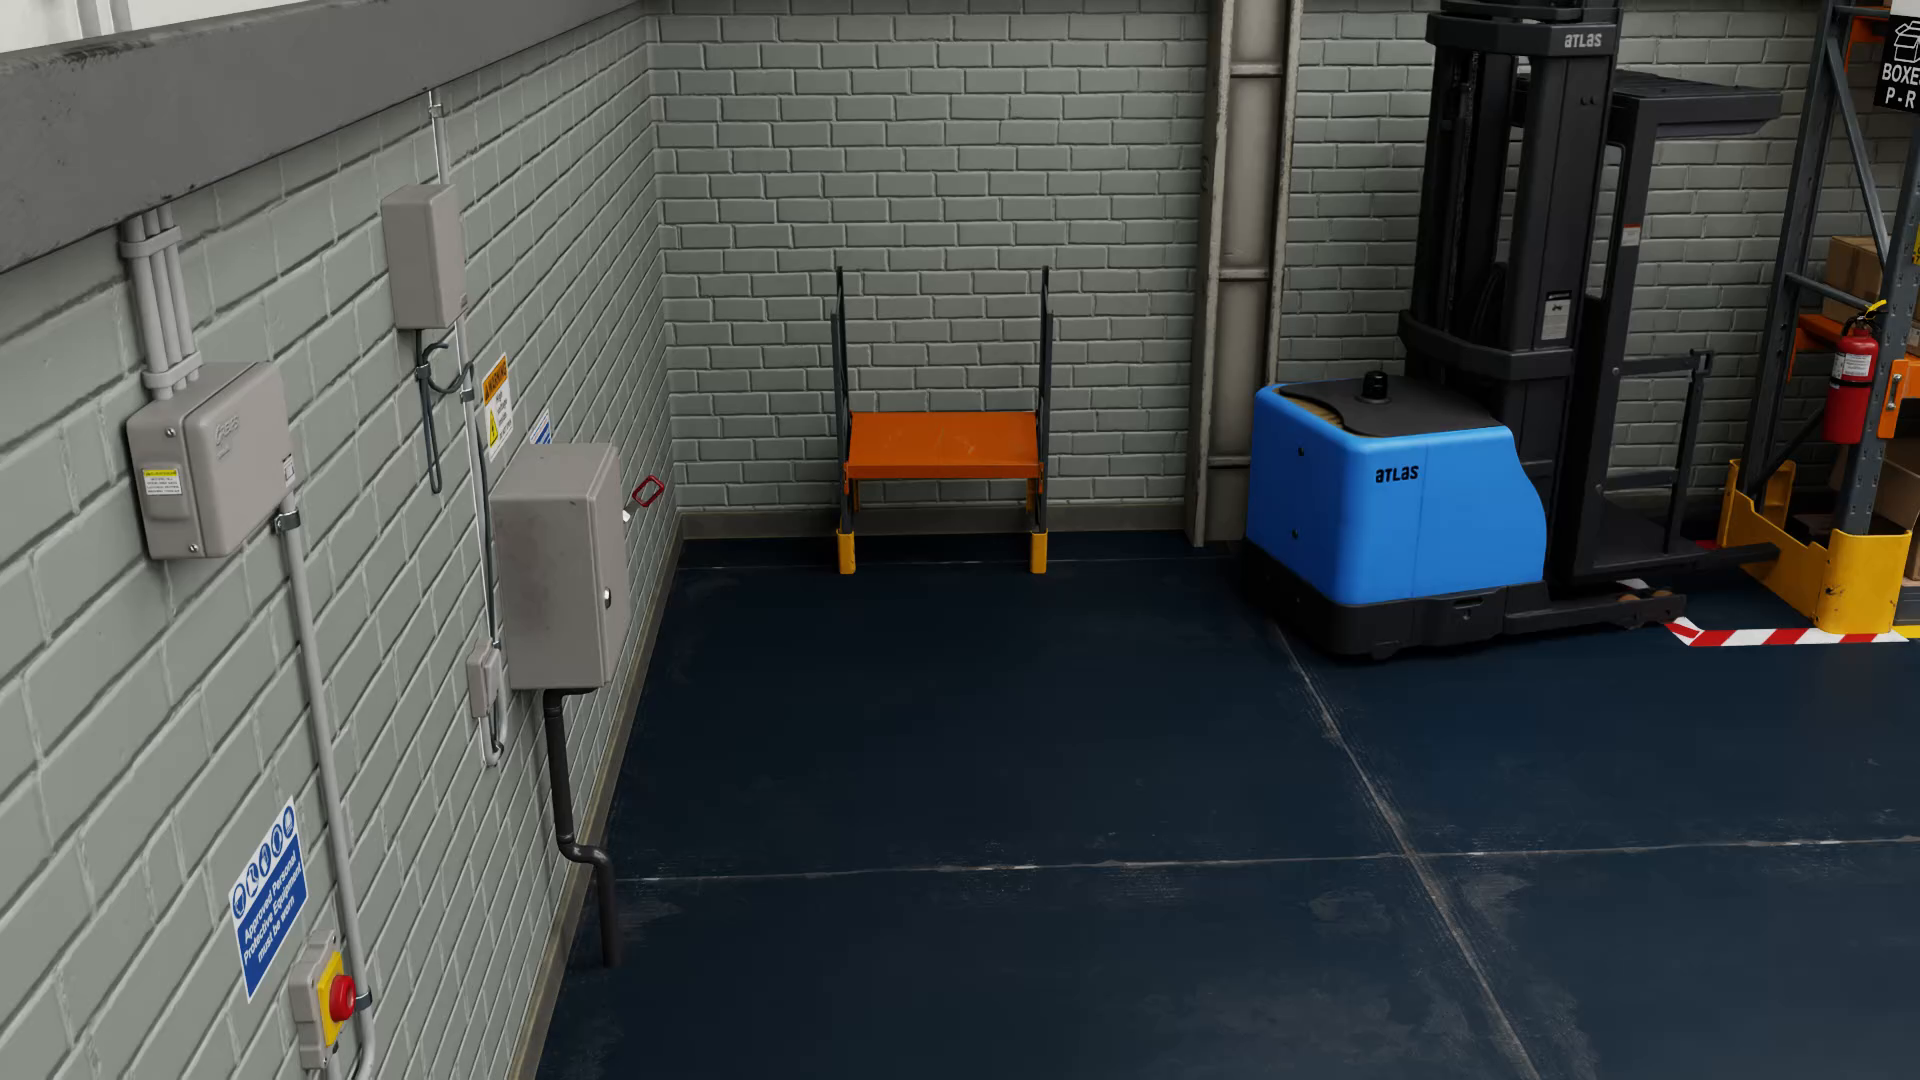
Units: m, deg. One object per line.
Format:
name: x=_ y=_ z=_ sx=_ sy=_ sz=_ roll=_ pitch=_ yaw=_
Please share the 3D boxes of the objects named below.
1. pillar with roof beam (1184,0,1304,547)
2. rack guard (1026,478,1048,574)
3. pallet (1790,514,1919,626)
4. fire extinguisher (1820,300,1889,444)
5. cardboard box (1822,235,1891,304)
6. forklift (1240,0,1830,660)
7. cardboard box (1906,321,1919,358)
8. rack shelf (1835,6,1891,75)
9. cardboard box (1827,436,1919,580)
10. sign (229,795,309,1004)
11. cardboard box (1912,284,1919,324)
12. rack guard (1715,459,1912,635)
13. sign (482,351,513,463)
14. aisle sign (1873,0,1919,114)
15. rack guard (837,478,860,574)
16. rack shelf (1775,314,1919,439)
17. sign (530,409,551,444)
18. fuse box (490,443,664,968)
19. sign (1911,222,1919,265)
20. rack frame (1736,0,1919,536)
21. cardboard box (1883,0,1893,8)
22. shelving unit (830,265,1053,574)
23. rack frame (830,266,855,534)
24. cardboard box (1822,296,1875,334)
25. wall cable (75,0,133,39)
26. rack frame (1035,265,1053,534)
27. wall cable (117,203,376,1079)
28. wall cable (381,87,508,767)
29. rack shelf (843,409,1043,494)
pillar with roof beam: x=1.701 y=-2.698 z=3.561 sx=0.400 sy=9.000 sz=9.100 roll=-1 pitch=21 yaw=-3
rack guard: x=0.406 y=-0.099 z=8.819 sx=0.087 sy=0.250 sz=0.587 roll=0 pitch=36 yaw=0
pallet: x=5.071 y=0.127 z=8.492 sx=1.213 sy=0.211 sz=1.003 roll=-1 pitch=21 yaw=-3
fire extinguisher: x=4.078 y=-0.781 z=7.589 sx=0.183 sy=0.674 sz=0.296 roll=-1 pitch=21 yaw=-3
cardboard box: x=4.643 y=-1.331 z=8.194 sx=0.500 sy=0.250 sz=0.500 roll=-1 pitch=21 yaw=-1
forklift: x=2.989 y=-1.111 z=7.920 sx=3.031 sy=2.935 sz=1.130 roll=-6 pitch=22 yaw=-16
cardboard box: x=4.543 y=-0.950 z=7.754 sx=0.250 sy=0.149 sz=0.380 roll=-1 pitch=21 yaw=-3
rack shelf: x=6.196 y=-2.265 z=7.649 sx=4.000 sy=0.370 sz=1.077 roll=-1 pitch=21 yaw=-3
cardboard box: x=4.815 y=-0.167 z=8.262 sx=0.637 sy=0.503 sz=0.797 roll=-2 pitch=21 yaw=-5
sign: x=-1.201 y=0.620 z=2.898 sx=0.001 sy=0.218 sz=0.327 roll=-1 pitch=21 yaw=-3
cardboard box: x=4.667 y=-1.141 z=7.695 sx=0.500 sy=0.250 sz=0.500 roll=-1 pitch=21 yaw=-3
rack guard: x=4.275 y=0.008 z=8.397 sx=0.348 sy=0.500 sz=1.175 roll=-1 pitch=21 yaw=-3
sign: x=-1.320 y=-0.384 z=4.753 sx=0.001 sy=0.242 sz=0.339 roll=-1 pitch=21 yaw=-3
aisle sign: x=4.147 y=-2.268 z=7.208 sx=0.004 sy=0.787 sz=0.394 roll=-1 pitch=21 yaw=-3
rack guard: x=-0.590 y=-0.097 z=8.818 sx=0.087 sy=0.250 sz=0.587 roll=0 pitch=36 yaw=0
rack shelf: x=6.196 y=-0.863 z=8.183 sx=4.000 sy=0.370 sz=1.077 roll=-1 pitch=21 yaw=-3
sign: x=-1.352 y=-0.149 z=5.429 sx=0.001 sy=0.494 sz=0.329 roll=-1 pitch=21 yaw=-3
fuse box: x=-1.117 y=0.580 z=5.192 sx=0.414 sy=1.711 sz=0.539 roll=-1 pitch=21 yaw=-3
sign: x=4.230 y=-1.370 z=7.288 sx=0.005 sy=0.325 sz=0.100 roll=-1 pitch=21 yaw=-3
rack frame: x=4.199 y=-1.159 z=7.948 sx=0.127 sy=3.000 sz=1.000 roll=-1 pitch=21 yaw=-3
cardboard box: x=4.505 y=-2.532 z=7.692 sx=0.250 sy=0.149 sz=0.380 roll=-1 pitch=21 yaw=-2
shelving unit: x=-0.093 y=-0.603 z=8.451 sx=1.083 sy=1.500 sz=0.587 roll=0 pitch=36 yaw=0
rack frame: x=-0.593 y=-0.602 z=8.450 sx=0.032 sy=1.500 sz=0.500 roll=0 pitch=36 yaw=0
cardboard box: x=4.514 y=-1.143 z=8.261 sx=0.250 sy=0.149 sz=0.380 roll=-1 pitch=21 yaw=-4
wall cable: x=-1.177 y=-1.983 z=1.683 sx=0.029 sy=3.000 sz=0.463 roll=-1 pitch=21 yaw=-3
rack frame: x=0.424 y=-0.604 z=8.451 sx=0.032 sy=1.500 sz=0.500 roll=0 pitch=36 yaw=0
wall cable: x=-1.142 y=0.238 z=2.808 sx=0.123 sy=1.953 sz=0.585 roll=-1 pitch=21 yaw=-3
wall cable: x=-1.235 y=-0.251 z=4.136 sx=0.122 sy=1.984 sz=0.588 roll=-1 pitch=21 yaw=-3
rack shelf: x=-0.084 y=-0.458 z=8.557 sx=1.000 sy=0.185 sz=0.538 roll=0 pitch=36 yaw=0
